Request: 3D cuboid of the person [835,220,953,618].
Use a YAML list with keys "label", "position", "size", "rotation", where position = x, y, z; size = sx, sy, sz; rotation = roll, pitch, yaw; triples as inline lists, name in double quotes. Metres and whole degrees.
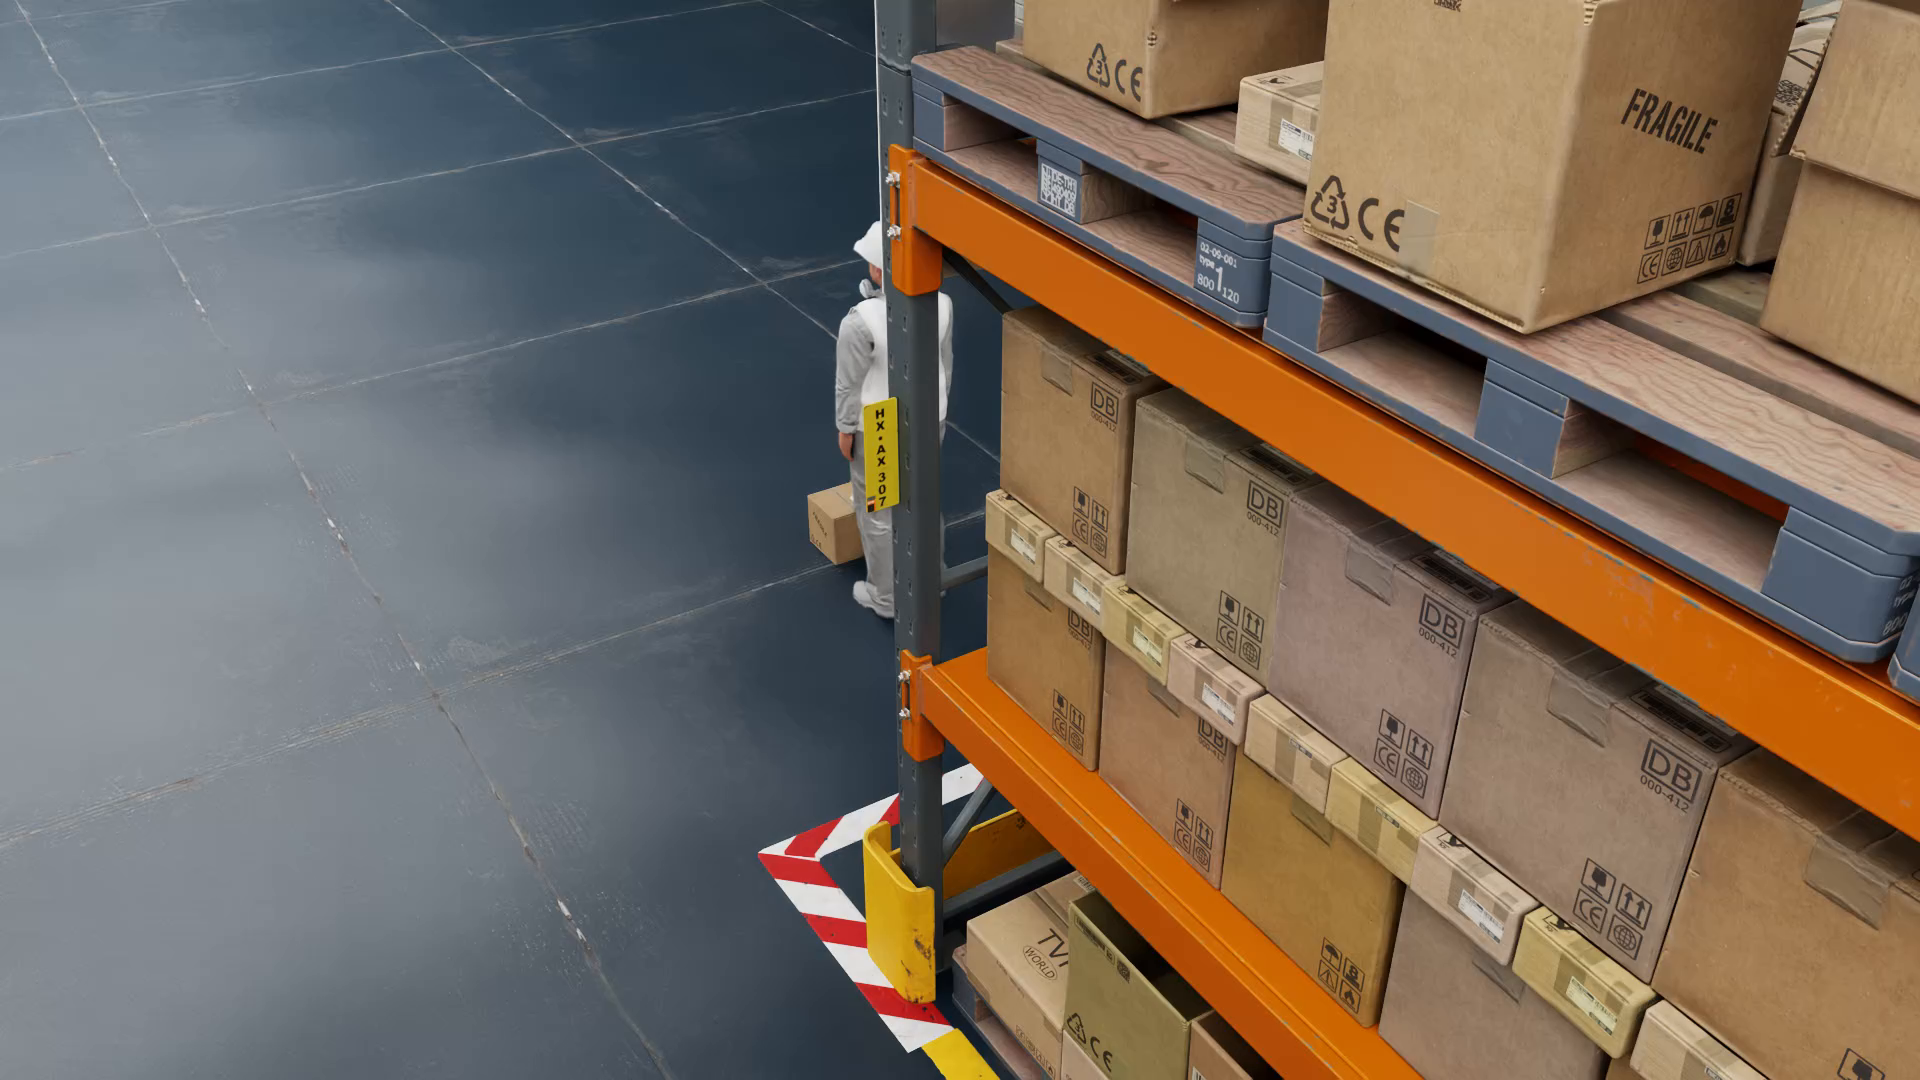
- label: "person"
  position: [-0.281, -0.496, 6.910]
  size: [0.532, 1.778, 0.360]
  rotation: [-18, 37, -26]
